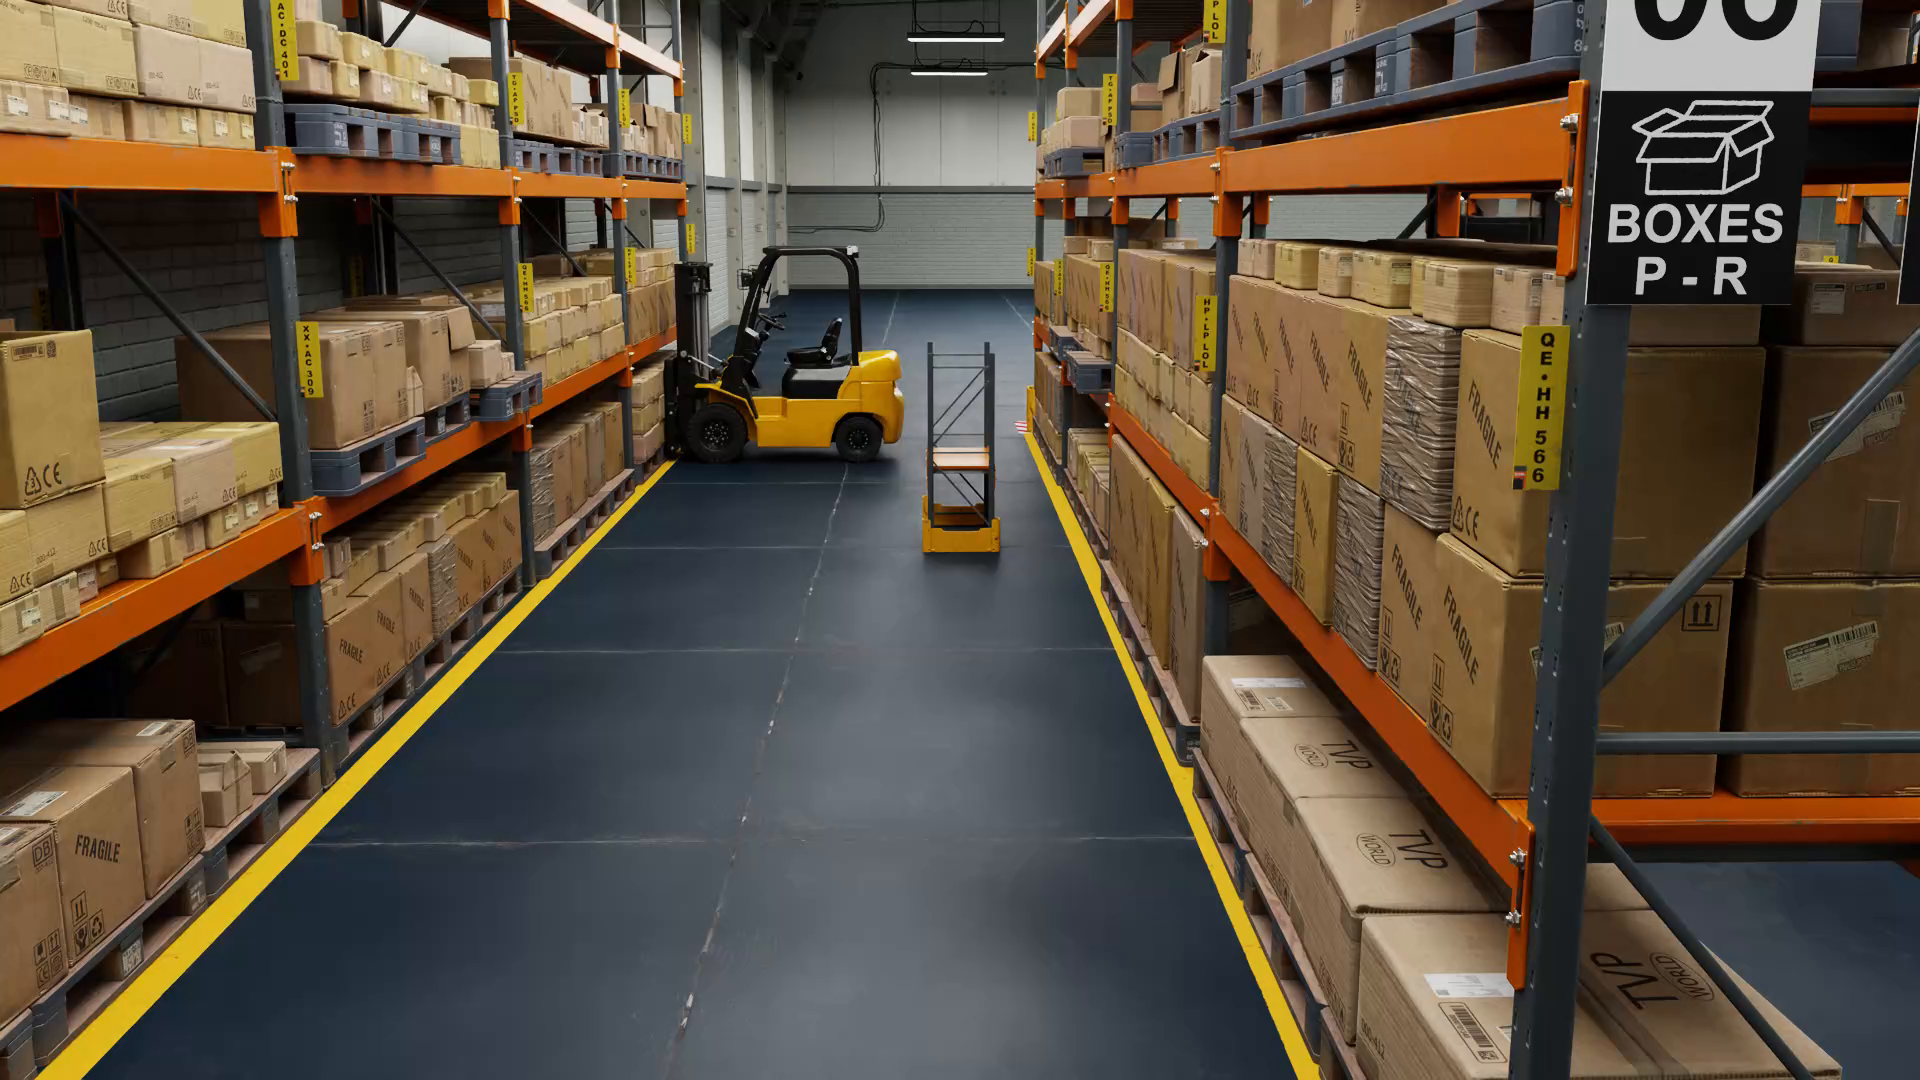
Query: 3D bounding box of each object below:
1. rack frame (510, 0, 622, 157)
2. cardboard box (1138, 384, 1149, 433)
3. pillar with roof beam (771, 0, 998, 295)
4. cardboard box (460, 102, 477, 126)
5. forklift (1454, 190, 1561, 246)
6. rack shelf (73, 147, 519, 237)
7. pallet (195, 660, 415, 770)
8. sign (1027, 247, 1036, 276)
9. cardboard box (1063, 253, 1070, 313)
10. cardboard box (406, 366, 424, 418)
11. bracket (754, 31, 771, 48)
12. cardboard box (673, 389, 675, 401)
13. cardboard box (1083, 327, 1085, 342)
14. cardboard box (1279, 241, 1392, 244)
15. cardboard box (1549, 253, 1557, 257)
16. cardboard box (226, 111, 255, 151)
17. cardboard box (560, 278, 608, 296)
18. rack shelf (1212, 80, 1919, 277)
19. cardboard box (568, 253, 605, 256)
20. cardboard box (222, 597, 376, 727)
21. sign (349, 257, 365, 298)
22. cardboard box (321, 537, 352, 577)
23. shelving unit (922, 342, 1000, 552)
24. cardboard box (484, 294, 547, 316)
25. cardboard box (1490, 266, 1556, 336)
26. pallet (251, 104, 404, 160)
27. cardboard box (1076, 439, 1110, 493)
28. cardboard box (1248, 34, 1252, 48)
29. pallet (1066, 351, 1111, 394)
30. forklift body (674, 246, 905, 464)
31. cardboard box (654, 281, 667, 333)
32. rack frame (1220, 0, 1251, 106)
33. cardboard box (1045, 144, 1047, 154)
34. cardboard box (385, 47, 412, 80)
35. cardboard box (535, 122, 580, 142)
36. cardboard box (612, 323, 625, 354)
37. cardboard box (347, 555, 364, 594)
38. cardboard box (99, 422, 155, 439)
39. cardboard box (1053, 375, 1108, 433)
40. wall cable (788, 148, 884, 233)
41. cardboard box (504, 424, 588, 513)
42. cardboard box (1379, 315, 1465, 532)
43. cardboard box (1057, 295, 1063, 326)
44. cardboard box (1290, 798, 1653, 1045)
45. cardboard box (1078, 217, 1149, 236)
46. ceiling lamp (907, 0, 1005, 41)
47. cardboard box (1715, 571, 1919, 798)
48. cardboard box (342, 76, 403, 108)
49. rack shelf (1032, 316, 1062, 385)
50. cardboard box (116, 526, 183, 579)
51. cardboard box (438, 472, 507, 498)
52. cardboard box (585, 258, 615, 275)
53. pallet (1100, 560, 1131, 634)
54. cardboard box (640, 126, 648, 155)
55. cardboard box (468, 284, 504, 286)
[{"bbox_3d":[-3.516,-4.880,14.480,1.000,3.000,0.127,0,11,-1],"label":"rack frame"},{"bbox_3d":[1.321,-0.788,9.774,0.500,0.250,0.500,0,11,1],"label":"cardboard box"},{"bbox_3d":[-0.801,-11.514,47.180,9.100,9.000,0.548,0,11,-1],"label":"pillar with roof beam"},{"bbox_3d":[-3.200,-2.615,10.237,0.380,0.149,0.250,-1,11,-2],"label":"cardboard box"},{"bbox_3d":[4.158,-1.461,12.886,1.130,2.935,3.031,5,12,22],"label":"forklift"},{"bbox_3d":[-3.392,-1.865,8.970,1.077,0.370,4.000,0,11,-1],"label":"rack shelf"},{"bbox_3d":[-3.405,0.856,8.311,1.003,0.211,1.213,0,11,-1],"label":"pallet"},{"bbox_3d":[0.821,-3.178,19.002,0.100,0.325,0.005,0,11,-1],"label":"sign"},{"bbox_3d":[1.169,-2.267,14.634,0.500,0.500,0.500,0,11,0],"label":"cardboard box"},{"bbox_3d":[-2.996,-0.767,8.578,0.396,0.266,0.258,0,11,2],"label":"cardboard box"},{"bbox_3d":[-4.565,-11.475,37.932,0.076,0.066,4.783,0,11,-1],"label":"bracket"},{"bbox_3d":[-3.238,-1.441,17.219,0.500,0.250,0.500,0,11,-1],"label":"cardboard box"},{"bbox_3d":[1.176,-1.620,13.077,0.380,0.149,0.250,-1,11,-3],"label":"cardboard box"},{"bbox_3d":[1.428,-1.062,6.353,0.380,0.149,0.250,0,11,-2],"label":"cardboard box"},{"bbox_3d":[1.952,-0.762,4.873,0.380,0.149,0.250,0,11,-1],"label":"cardboard box"},{"bbox_3d":[-3.048,-1.626,6.618,0.380,0.149,0.250,0,11,-2],"label":"cardboard box"},{"bbox_3d":[-3.264,-2.188,14.419,0.380,0.149,0.250,0,11,-2],"label":"cardboard box"},{"bbox_3d":[1.653,-1.091,5.155,1.077,0.370,4.000,0,11,-1],"label":"rack shelf"},{"bbox_3d":[-3.793,-2.820,16.783,0.380,0.149,0.250,0,11,0],"label":"cardboard box"},{"bbox_3d":[-3.136,0.573,7.923,0.500,0.500,0.500,0,11,1],"label":"cardboard box"},{"bbox_3d":[-3.988,-1.709,11.027,0.100,0.325,0.005,0,11,-1],"label":"sign"},{"bbox_3d":[-3.146,0.082,7.961,0.380,0.149,0.250,-1,11,-4],"label":"cardboard box"},{"bbox_3d":[-0.002,-0.750,12.985,0.587,1.500,1.083,0,11,-1],"label":"shelving unit"},{"bbox_3d":[-3.183,-1.680,11.913,0.380,0.149,0.250,0,11,0],"label":"cardboard box"},{"bbox_3d":[1.457,-0.553,3.844,0.380,0.149,0.250,0,11,0],"label":"cardboard box"},{"bbox_3d":[-3.294,-1.857,7.598,1.213,0.211,1.003,0,11,-1],"label":"pallet"},{"bbox_3d":[1.478,-0.632,14.181,0.950,0.372,0.625,0,11,2],"label":"cardboard box"},{"bbox_3d":[1.855,-2.541,9.190,0.500,0.500,0.500,0,11,-1],"label":"cardboard box"},{"bbox_3d":[1.408,-1.213,11.976,1.213,0.211,1.003,0,11,-1],"label":"pallet"},{"bbox_3d":[-1.736,-1.949,17.259,2.313,2.155,1.214,0,11,-1],"label":"forklift body"},{"bbox_3d":[-3.292,-2.382,17.006,0.500,0.500,0.500,0,11,-1],"label":"cardboard box"},{"bbox_3d":[1.612,-3.311,6.745,1.000,3.000,0.127,0,11,-1],"label":"rack frame"},{"bbox_3d":[1.144,-3.995,17.289,0.500,0.250,0.500,0,11,1],"label":"cardboard box"},{"bbox_3d":[-3.014,-2.414,8.446,0.380,0.149,0.250,0,11,-1],"label":"cardboard box"},{"bbox_3d":[-3.174,-3.171,12.924,0.380,0.149,0.250,0,11,-2],"label":"cardboard box"},{"bbox_3d":[-3.244,-1.767,14.602,0.500,0.250,0.500,0,11,0],"label":"cardboard box"},{"bbox_3d":[-3.192,0.174,8.258,0.380,0.149,0.250,-1,11,-4],"label":"cardboard box"},{"bbox_3d":[-3.611,-0.322,6.732,0.500,0.250,0.500,0,11,-2],"label":"cardboard box"},{"bbox_3d":[1.166,-1.303,15.912,0.500,0.500,0.500,0,11,-2],"label":"cardboard box"},{"bbox_3d":[-3.844,-10.566,50.315,3.097,2.526,0.112,0,11,-1],"label":"wall cable"},{"bbox_3d":[-3.468,-0.574,13.262,0.875,0.625,0.625,-1,11,-4],"label":"cardboard box"},{"bbox_3d":[1.406,-0.313,4.292,0.500,0.500,0.500,0,11,-1],"label":"cardboard box"},{"bbox_3d":[1.189,-2.243,15.571,0.500,0.500,0.500,-1,11,-3],"label":"cardboard box"},{"bbox_3d":[1.553,1.162,5.176,0.875,0.438,0.875,0,11,0],"label":"cardboard box"},{"bbox_3d":[1.580,-3.039,16.979,0.700,0.500,0.500,0,11,-2],"label":"cardboard box"},{"bbox_3d":[-0.089,-11.798,33.897,2.000,3.185,0.800,0,11,-1],"label":"ceiling lamp"},{"bbox_3d":[1.971,0.279,3.888,0.500,0.500,0.500,0,11,-2],"label":"cardboard box"},{"bbox_3d":[-2.983,-2.215,8.214,0.380,0.149,0.250,0,11,-2],"label":"cardboard box"},{"bbox_3d":[1.405,-2.006,17.211,1.077,0.370,4.000,0,11,-1],"label":"rack shelf"},{"bbox_3d":[-3.023,0.042,5.939,0.380,0.149,0.250,0,11,-2],"label":"cardboard box"},{"bbox_3d":[-3.170,-0.346,10.820,0.380,0.149,0.250,-1,11,-4],"label":"cardboard box"},{"bbox_3d":[-3.226,-2.517,15.290,0.380,0.149,0.250,0,11,0],"label":"cardboard box"},{"bbox_3d":[1.470,0.358,10.764,1.003,0.211,1.213,0,11,-1],"label":"pallet"},{"bbox_3d":[-3.243,-3.895,16.200,0.396,0.266,0.258,-1,11,-2],"label":"cardboard box"},{"bbox_3d":[-3.750,-1.982,13.403,0.380,0.149,0.250,0,11,-2],"label":"cardboard box"}]
